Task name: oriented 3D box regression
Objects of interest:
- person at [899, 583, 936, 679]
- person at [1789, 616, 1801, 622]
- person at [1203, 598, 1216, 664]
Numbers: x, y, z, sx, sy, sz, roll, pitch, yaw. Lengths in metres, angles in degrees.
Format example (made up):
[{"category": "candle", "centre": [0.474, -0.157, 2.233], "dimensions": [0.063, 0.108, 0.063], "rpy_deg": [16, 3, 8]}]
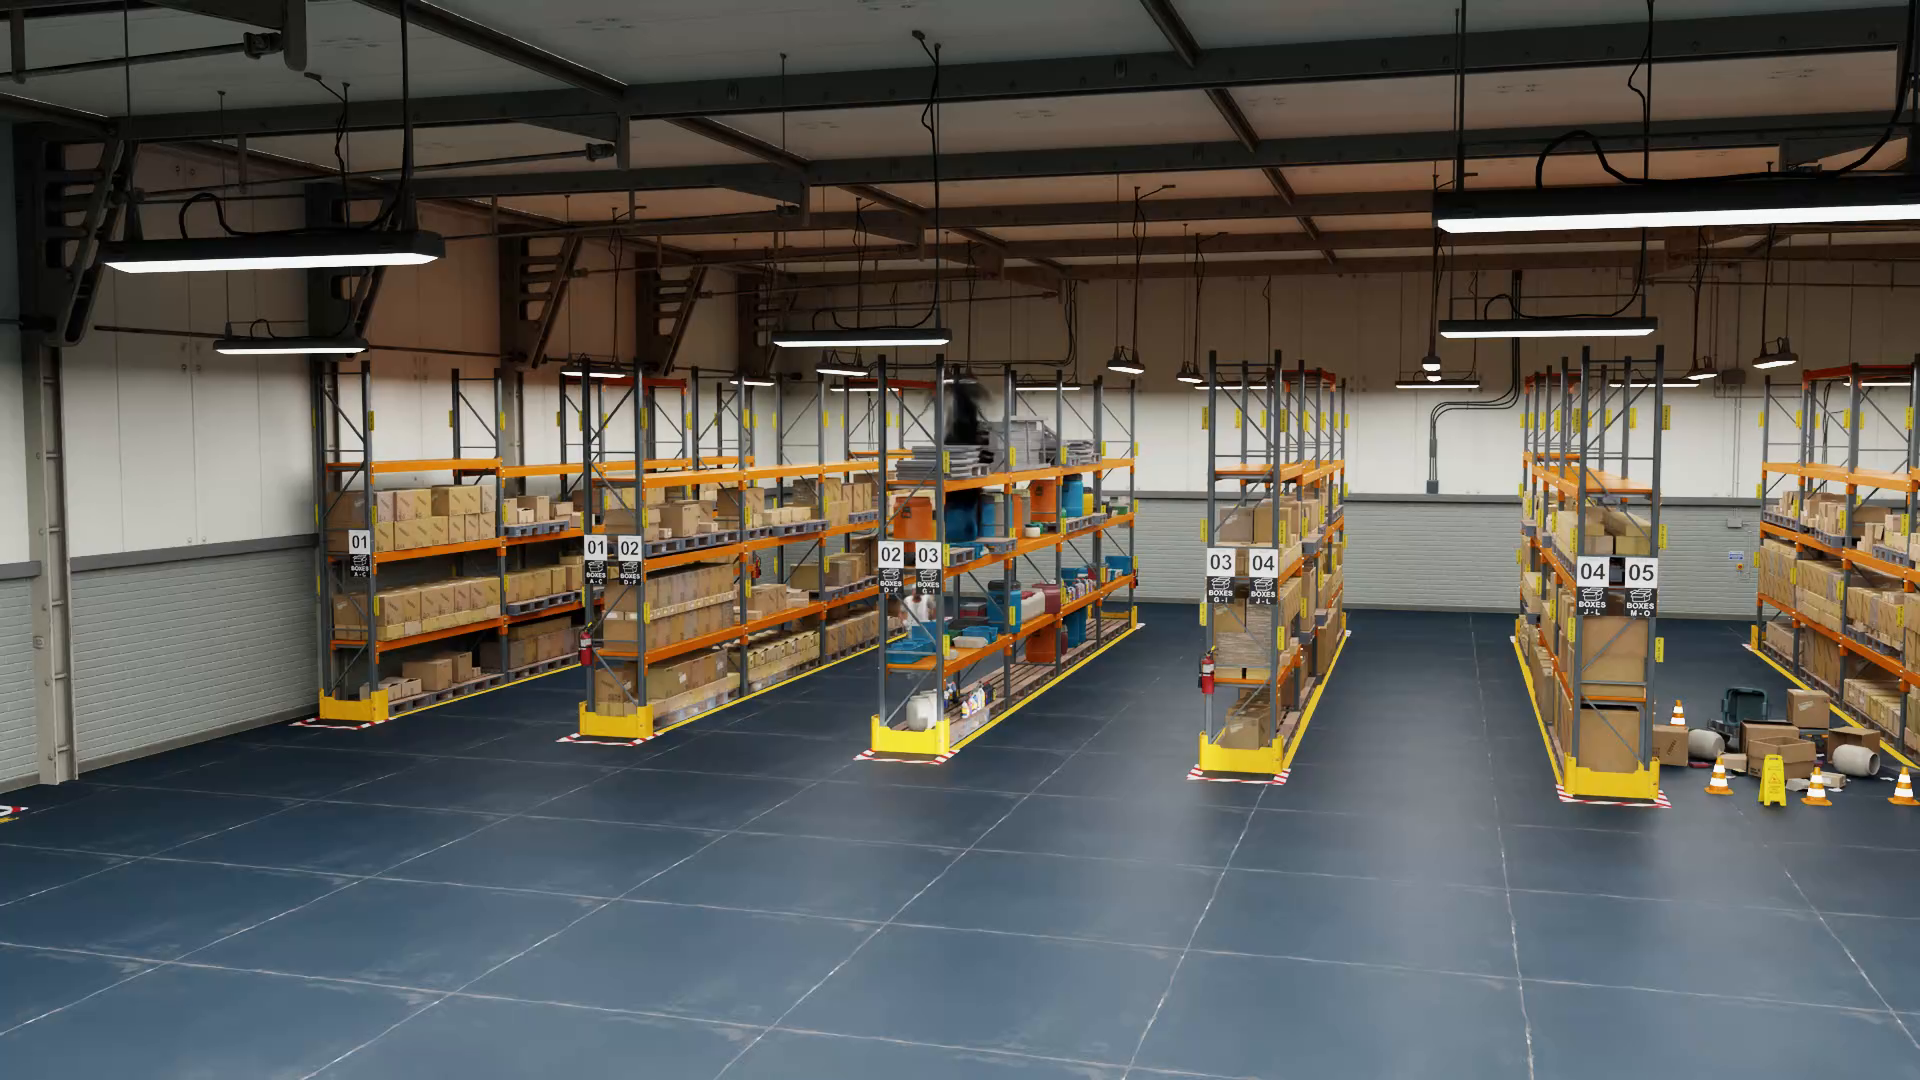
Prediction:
[{"category": "person", "centre": [-0.797, 1.668, 30.864], "dimensions": [0.707, 1.772, 0.909], "rpy_deg": [1, 4, 10]}, {"category": "person", "centre": [18.794, 1.564, 37.122], "dimensions": [0.587, 1.616, 0.555], "rpy_deg": [-3, 5, -40]}, {"category": "person", "centre": [5.284, 1.711, 34.453], "dimensions": [0.625, 1.654, 0.724], "rpy_deg": [1, 4, 10]}]
